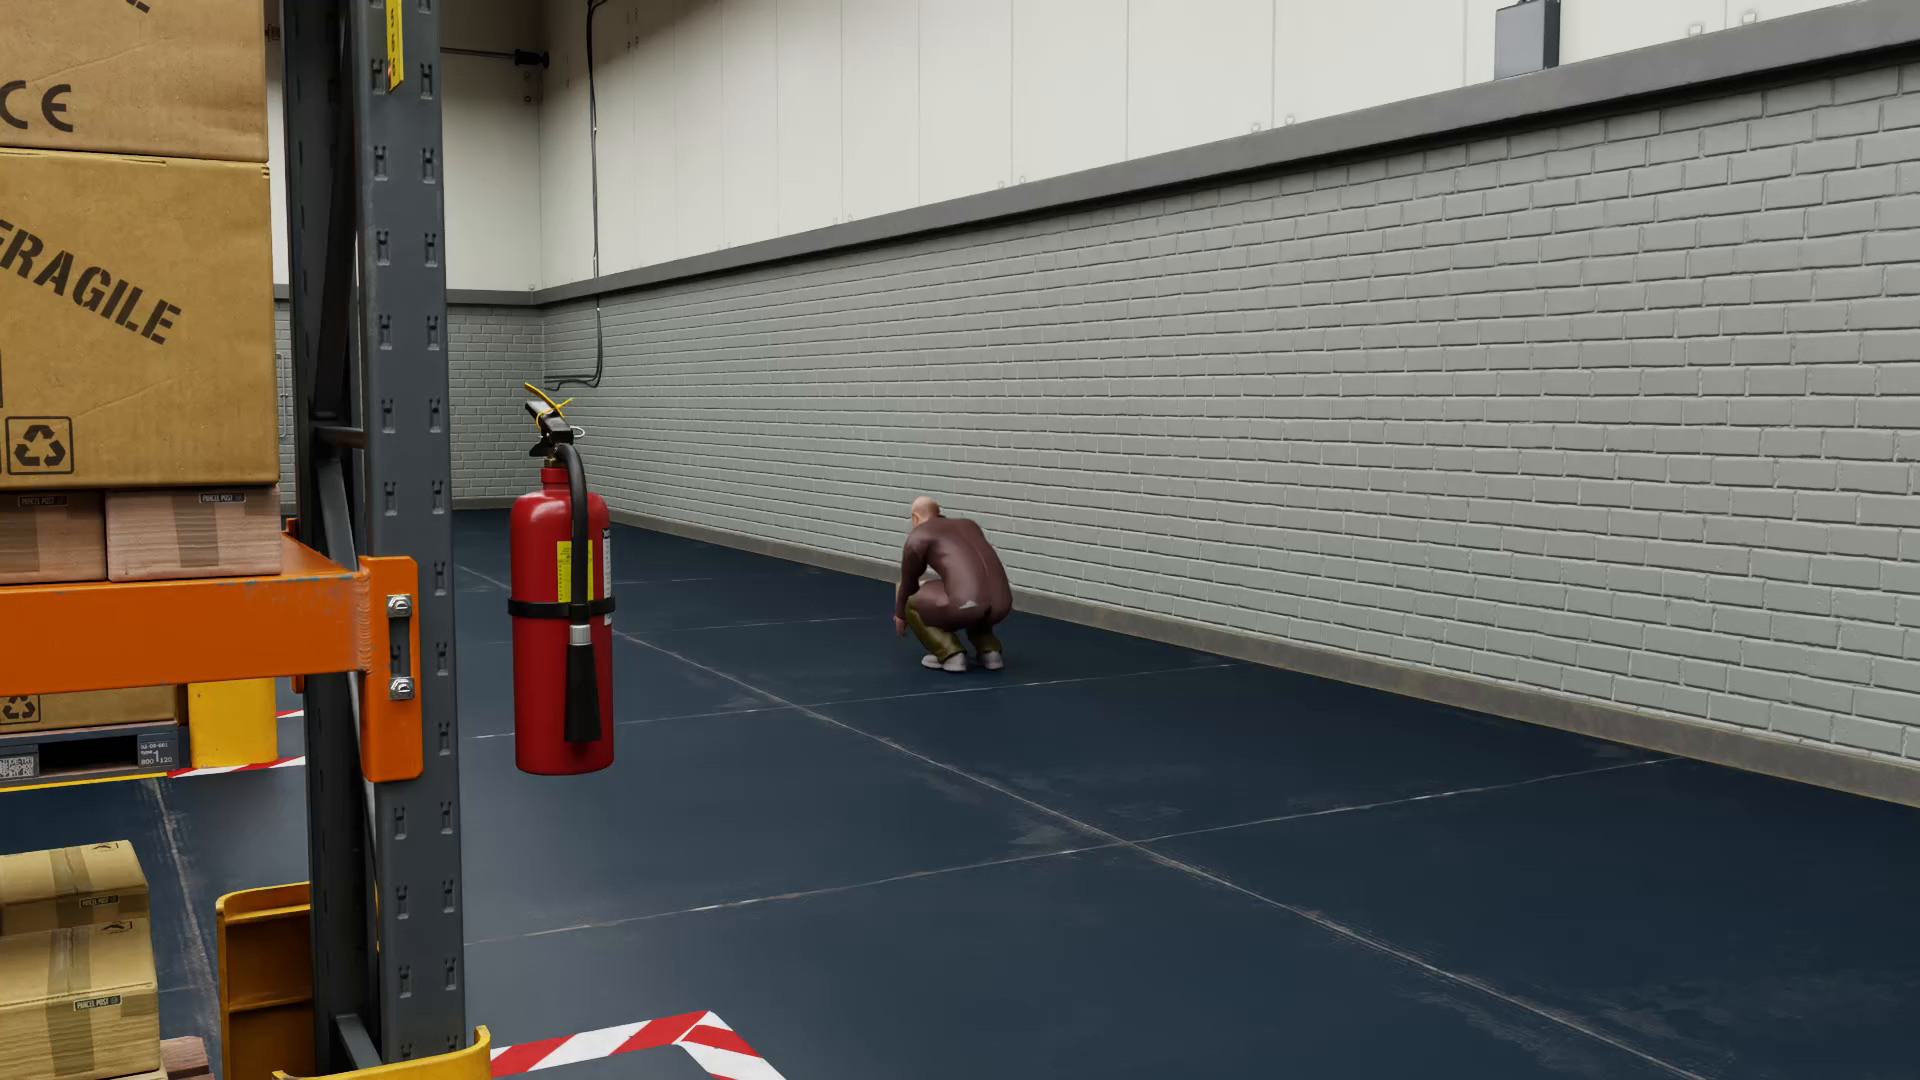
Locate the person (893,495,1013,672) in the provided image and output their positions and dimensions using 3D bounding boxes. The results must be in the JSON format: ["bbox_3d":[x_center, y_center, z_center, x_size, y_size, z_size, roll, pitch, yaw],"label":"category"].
[{"bbox_3d":[-0.053,0.249,9.884,0.590,0.999,0.913,-3,6,-29],"label":"person"}]
